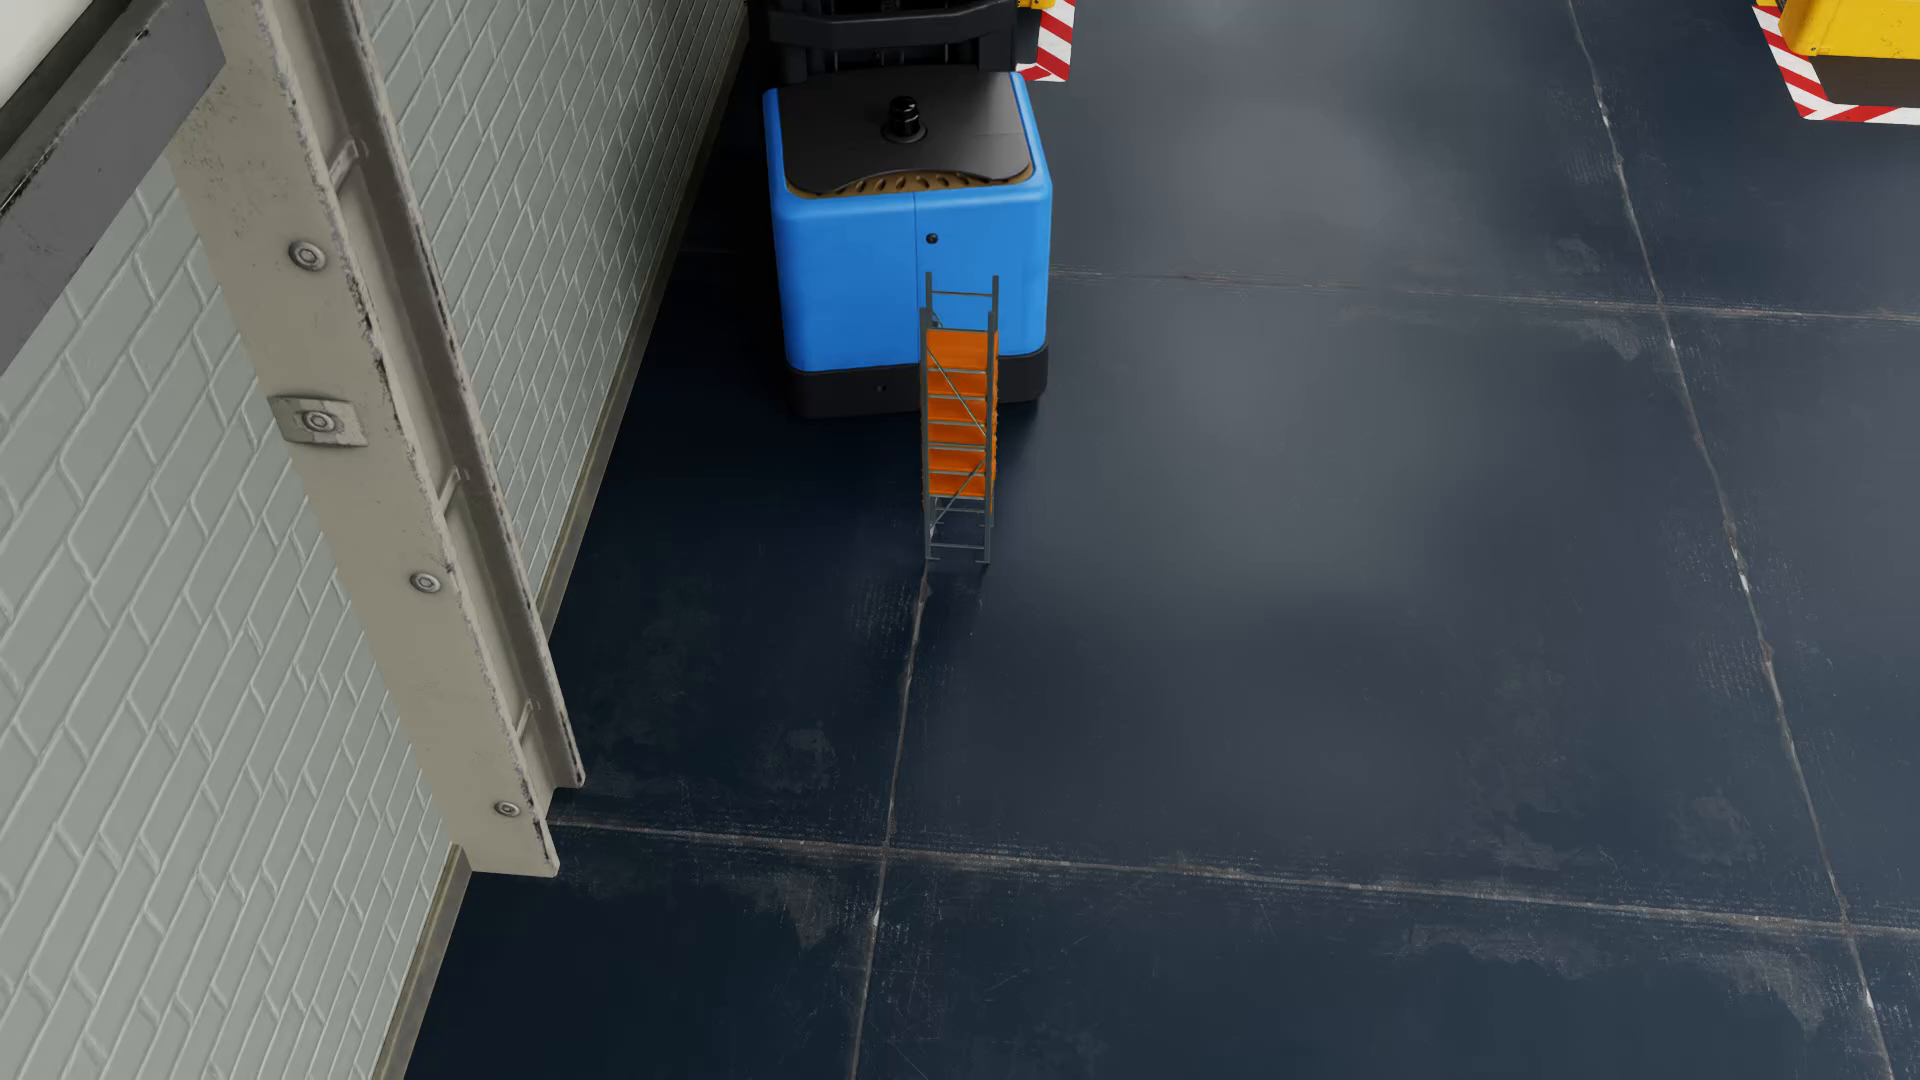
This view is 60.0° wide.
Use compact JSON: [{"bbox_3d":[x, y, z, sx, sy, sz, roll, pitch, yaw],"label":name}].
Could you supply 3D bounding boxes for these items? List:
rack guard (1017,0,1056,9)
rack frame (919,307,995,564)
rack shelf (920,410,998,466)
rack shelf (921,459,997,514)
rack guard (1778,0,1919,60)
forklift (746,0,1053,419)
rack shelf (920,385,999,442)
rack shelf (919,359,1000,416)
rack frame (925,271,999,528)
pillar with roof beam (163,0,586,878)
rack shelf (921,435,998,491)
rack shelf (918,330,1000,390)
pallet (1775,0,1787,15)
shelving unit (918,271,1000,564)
[{"bbox_3d":[-0.066,-3.148,8.790,1.175,0.500,0.348,4,48,4],"label":"rack guard"},{"bbox_3d":[-0.010,-0.327,5.736,0.240,1.200,0.006,4,48,4],"label":"rack frame"},{"bbox_3d":[-0.001,-0.364,5.830,0.258,0.103,0.180,4,48,4],"label":"rack shelf"},{"bbox_3d":[-0.001,-0.202,6.007,0.258,0.103,0.180,4,48,4],"label":"rack shelf"},{"bbox_3d":[4.859,-2.744,8.421,1.175,0.500,0.348,4,48,4],"label":"rack guard"},{"bbox_3d":[-0.342,-2.566,6.611,1.130,2.935,3.031,-5,48,-5],"label":"forklift"},{"bbox_3d":[-0.001,-0.445,5.742,0.258,0.103,0.180,4,48,4],"label":"rack shelf"},{"bbox_3d":[-0.001,-0.526,5.653,0.258,0.103,0.180,4,48,4],"label":"rack shelf"},{"bbox_3d":[0.007,-0.462,5.859,0.240,1.200,0.006,4,48,4],"label":"rack frame"},{"bbox_3d":[2.870,-1.834,1.829,9.100,9.000,0.400,4,48,4],"label":"pillar with roof beam"},{"bbox_3d":[-0.001,-0.283,5.919,0.258,0.103,0.180,4,48,4],"label":"rack shelf"},{"bbox_3d":[-0.001,-0.607,5.565,0.258,0.103,0.180,4,48,4],"label":"rack shelf"},{"bbox_3d":[4.889,-3.229,9.060,1.003,0.211,1.213,4,48,4],"label":"pallet"},{"bbox_3d":[-0.001,-0.394,5.798,0.258,1.200,0.189,4,48,4],"label":"shelving unit"}]
